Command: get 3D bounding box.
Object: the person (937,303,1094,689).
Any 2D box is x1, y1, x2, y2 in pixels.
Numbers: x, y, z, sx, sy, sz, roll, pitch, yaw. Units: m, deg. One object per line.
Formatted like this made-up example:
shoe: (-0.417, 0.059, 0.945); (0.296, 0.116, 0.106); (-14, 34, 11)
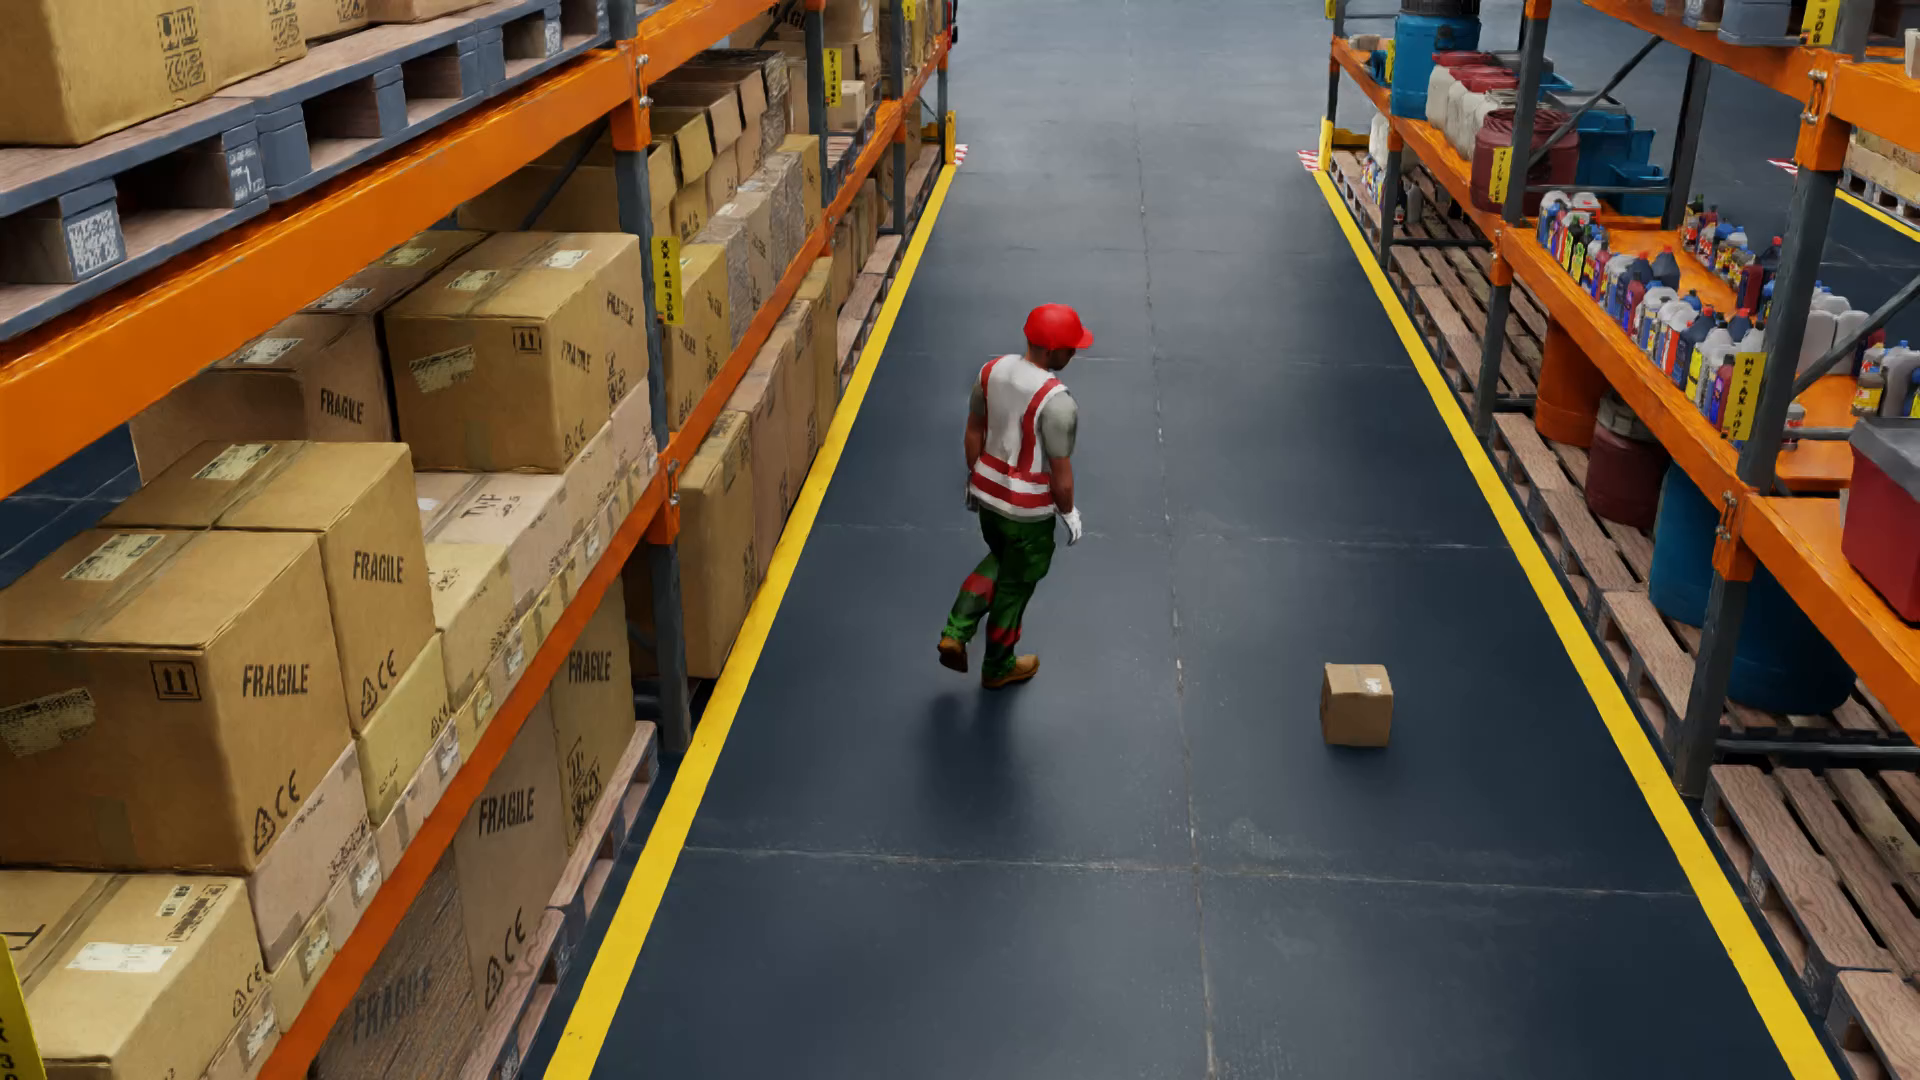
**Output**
person: (0.216, -0.140, 6.890); (0.497, 1.765, 0.613); (-21, 32, -38)
